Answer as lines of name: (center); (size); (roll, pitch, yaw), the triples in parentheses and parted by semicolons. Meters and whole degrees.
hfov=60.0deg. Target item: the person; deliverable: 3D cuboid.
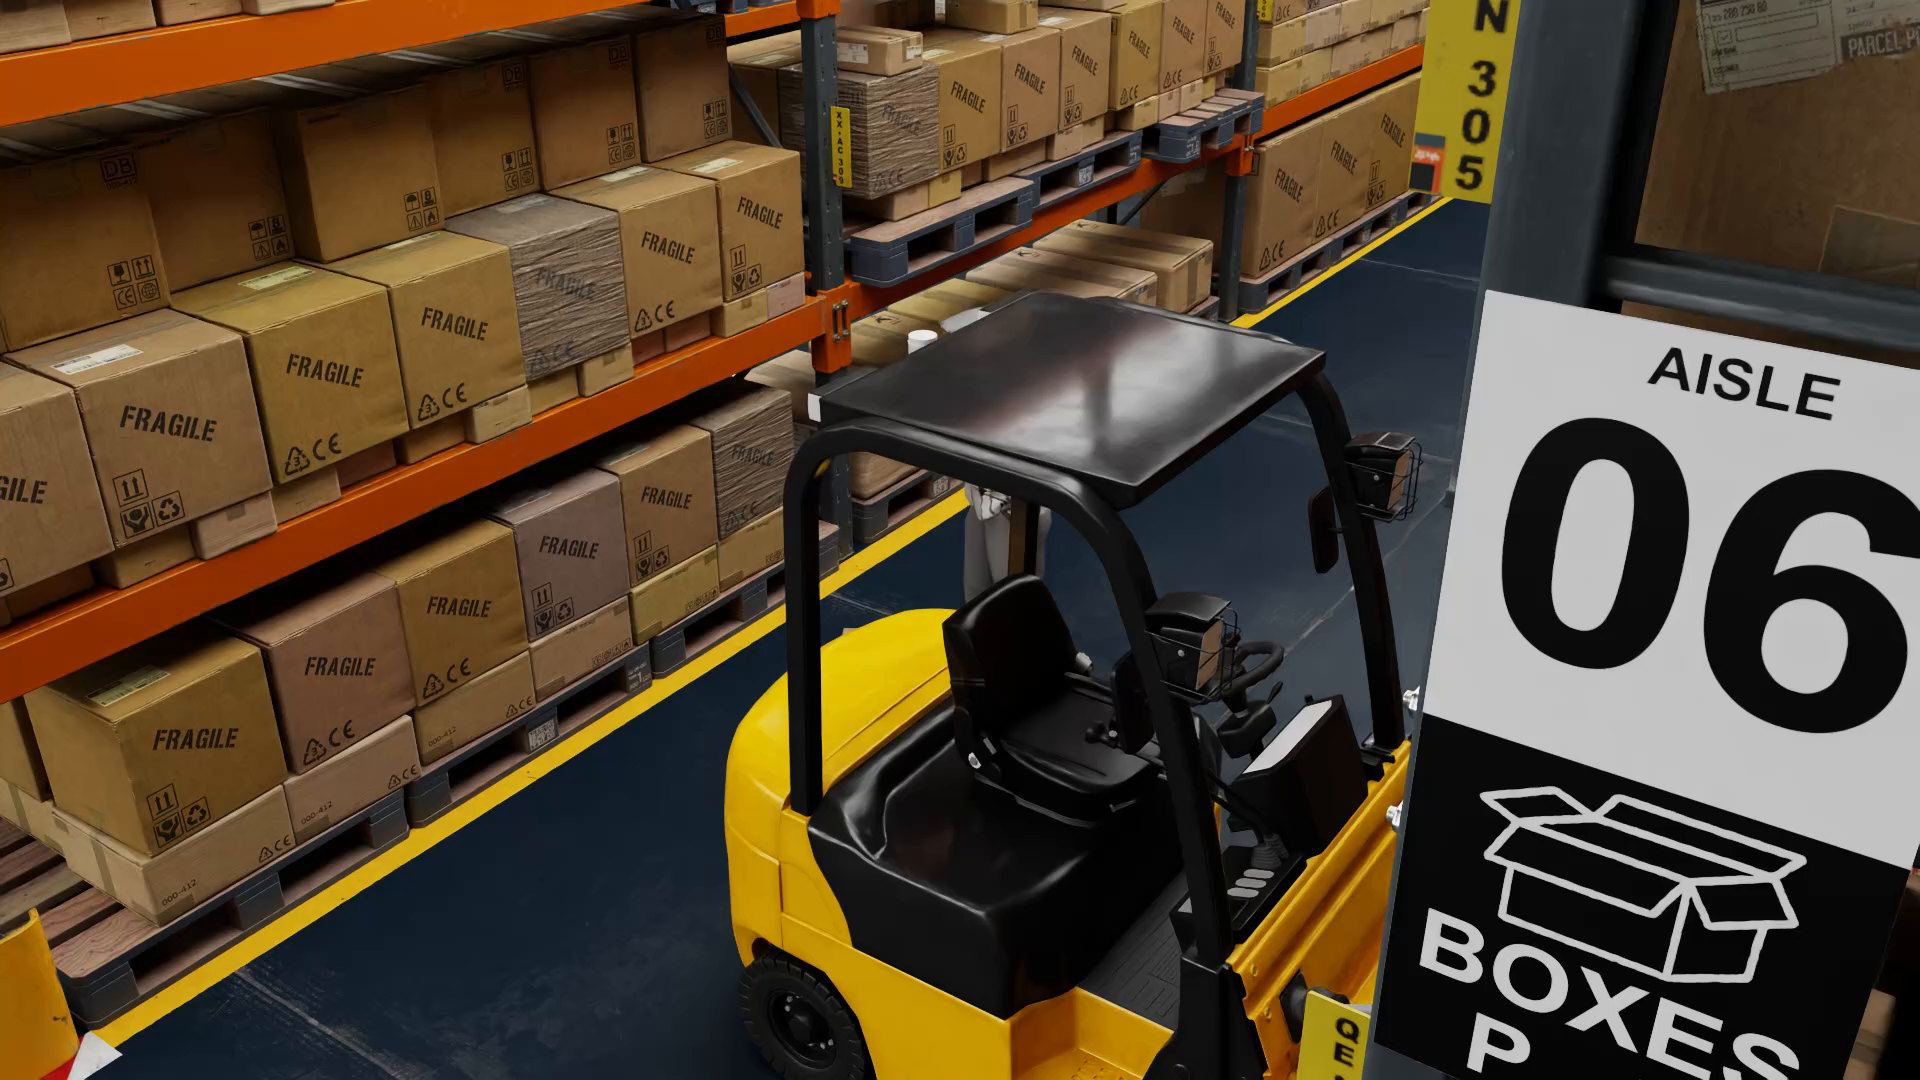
person: (0.124, -0.092, 6.273); (0.423, 1.653, 0.505); (-7, 28, -13)
